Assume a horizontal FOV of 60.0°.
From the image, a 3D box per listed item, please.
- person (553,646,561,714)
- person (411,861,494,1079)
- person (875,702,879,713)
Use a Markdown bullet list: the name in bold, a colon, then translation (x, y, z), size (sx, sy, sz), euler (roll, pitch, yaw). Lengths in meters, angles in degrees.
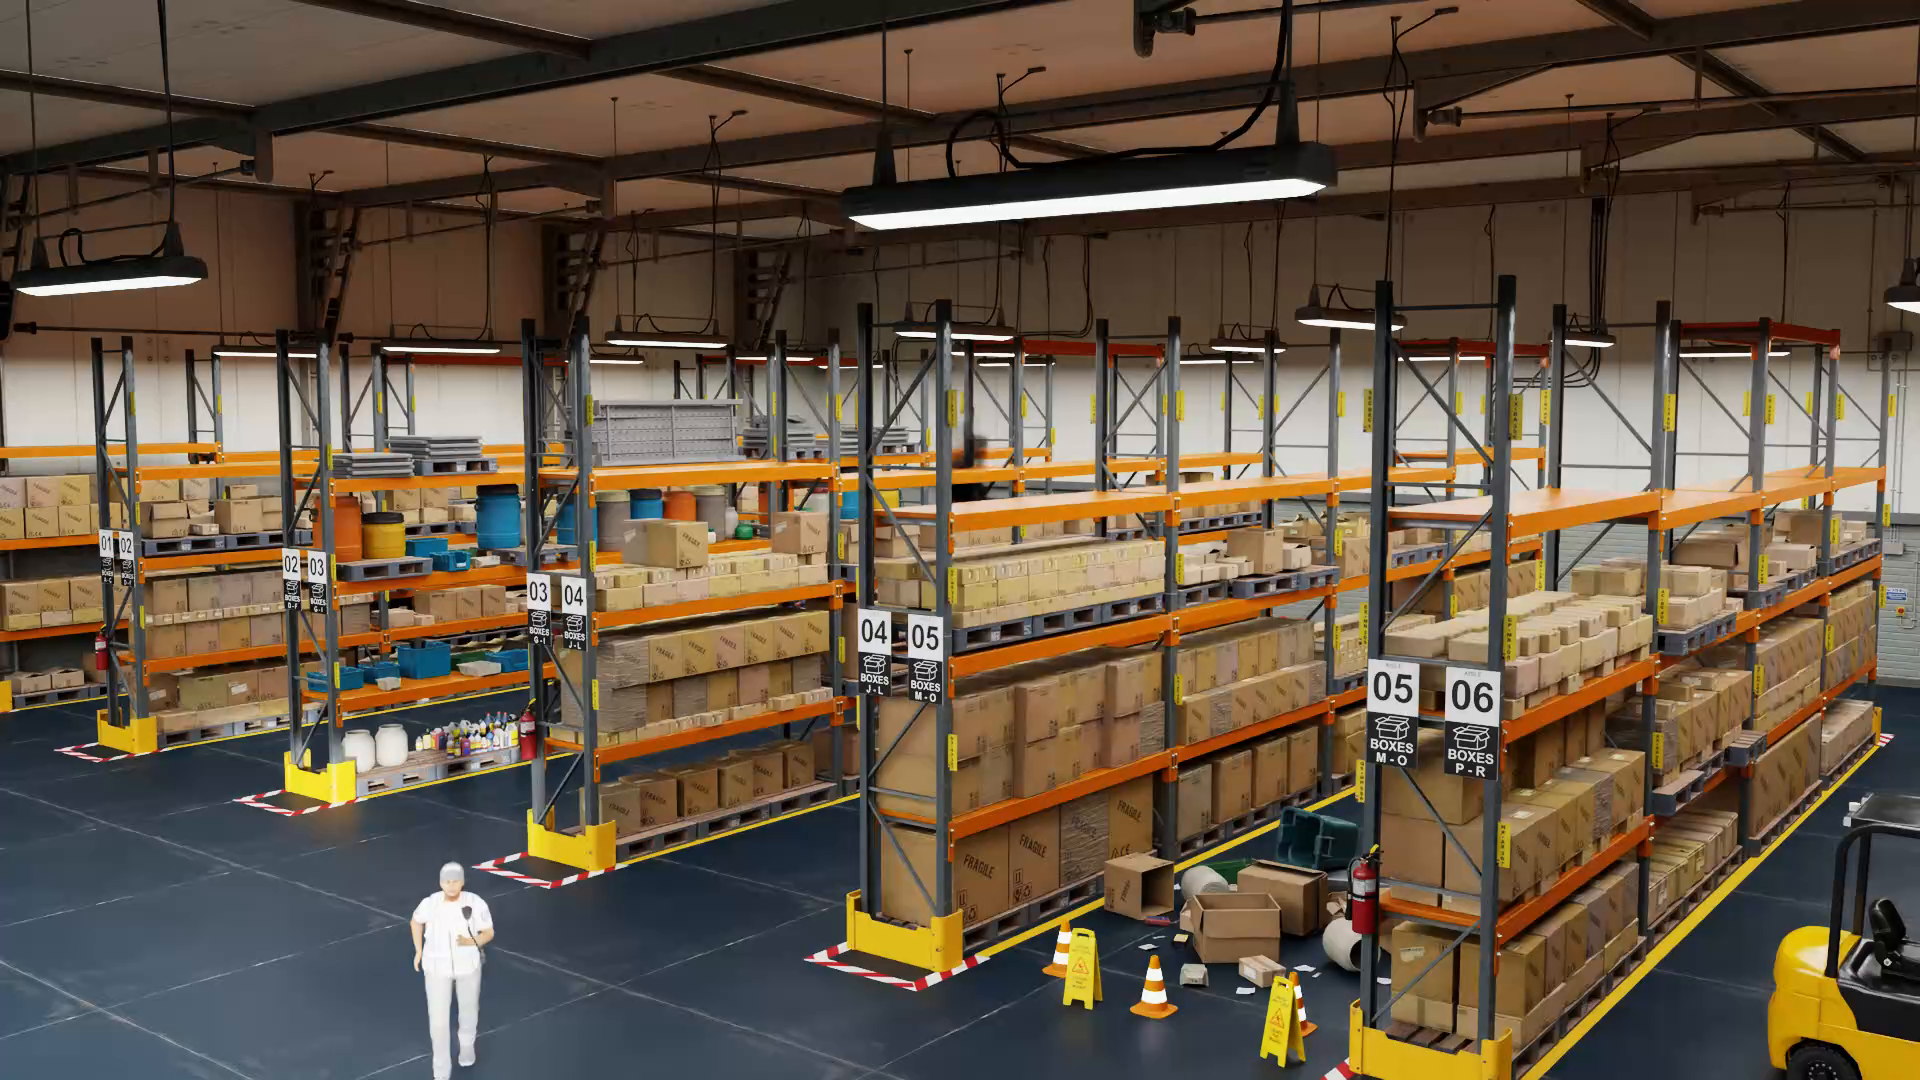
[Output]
- **person**: translation (-6.365, 1.937, 27.136), size (0.715, 1.735, 0.826), euler (3, 6, 28)
- **person**: translation (-3.791, 3.246, 12.452), size (0.590, 1.709, 0.844), euler (-2, 5, -19)
- **person**: translation (-1.154, 1.752, 25.598), size (0.659, 1.816, 0.924), euler (3, 6, 32)
